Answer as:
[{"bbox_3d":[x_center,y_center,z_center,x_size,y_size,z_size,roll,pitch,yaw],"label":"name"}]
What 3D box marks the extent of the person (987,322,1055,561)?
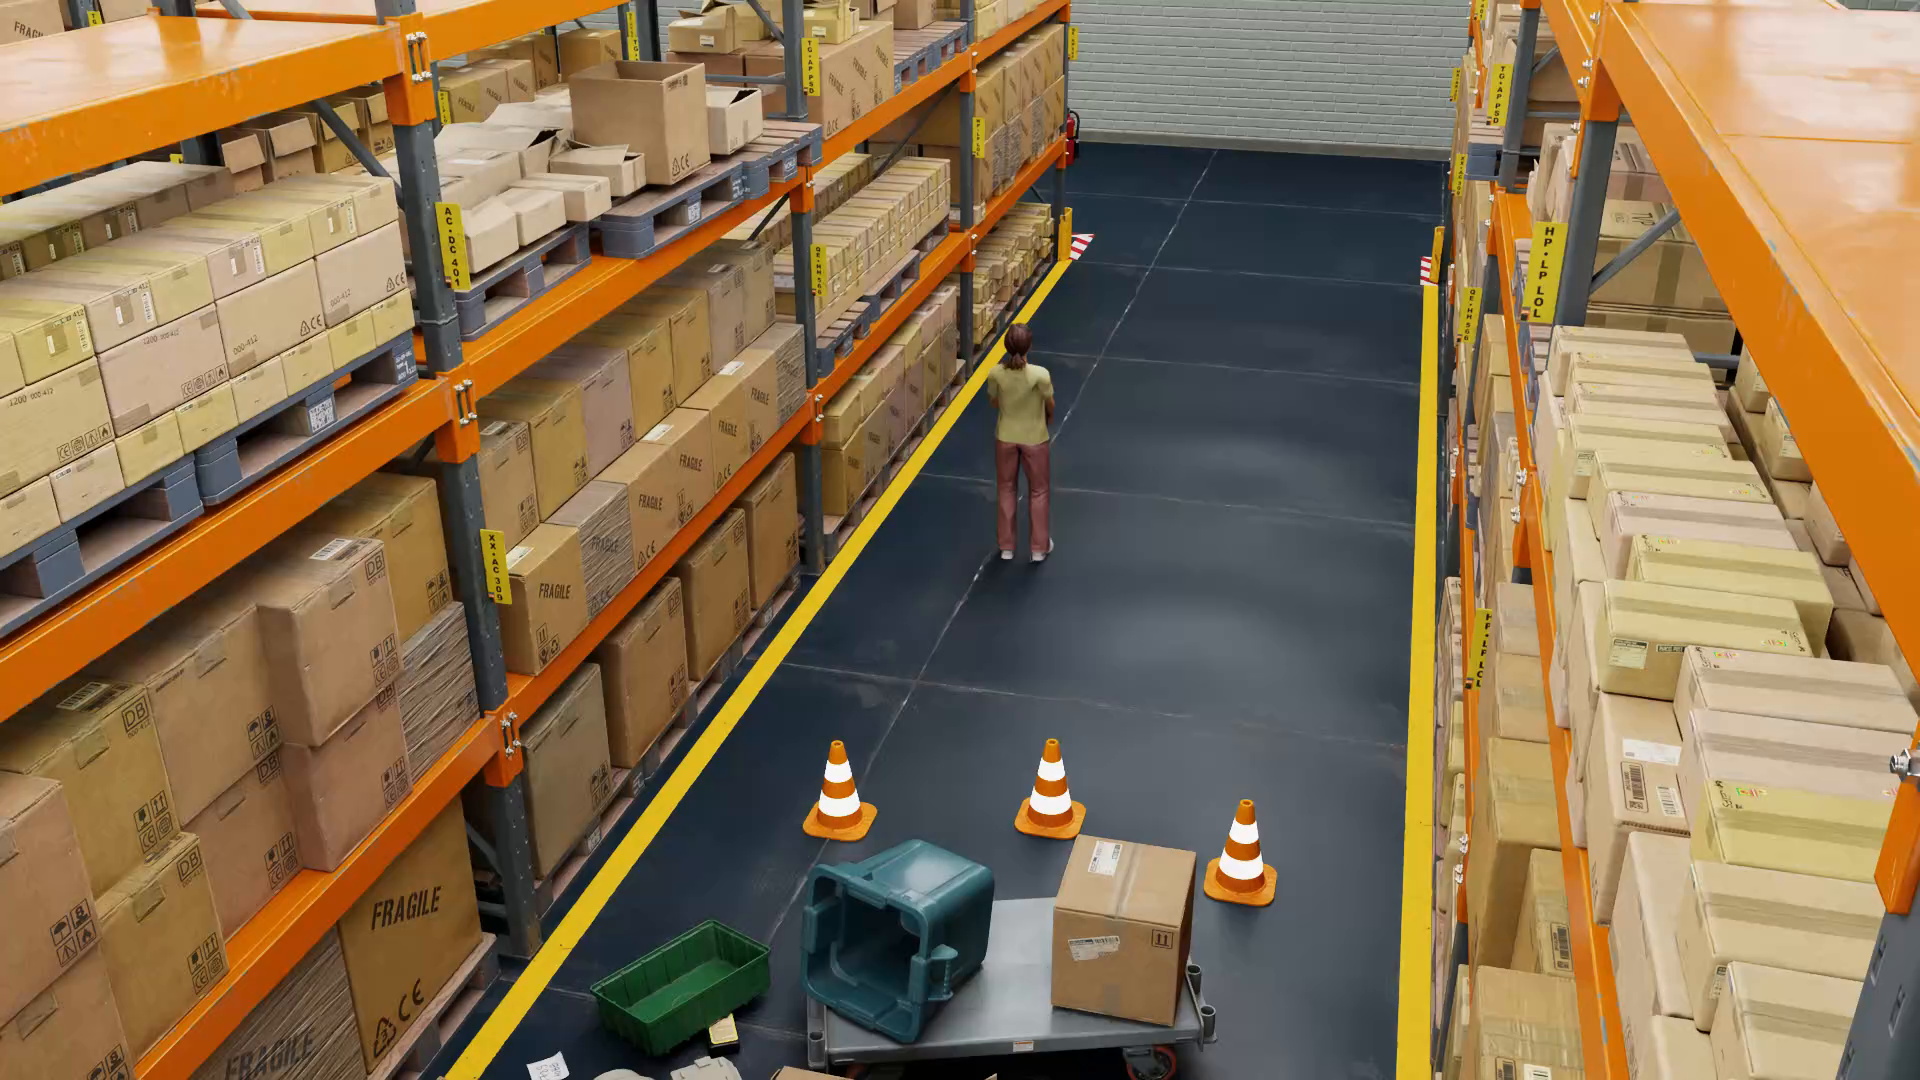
[{"bbox_3d":[0.407,-0.672,11.023,0.439,1.674,0.537,6,26,13],"label":"person"}]
